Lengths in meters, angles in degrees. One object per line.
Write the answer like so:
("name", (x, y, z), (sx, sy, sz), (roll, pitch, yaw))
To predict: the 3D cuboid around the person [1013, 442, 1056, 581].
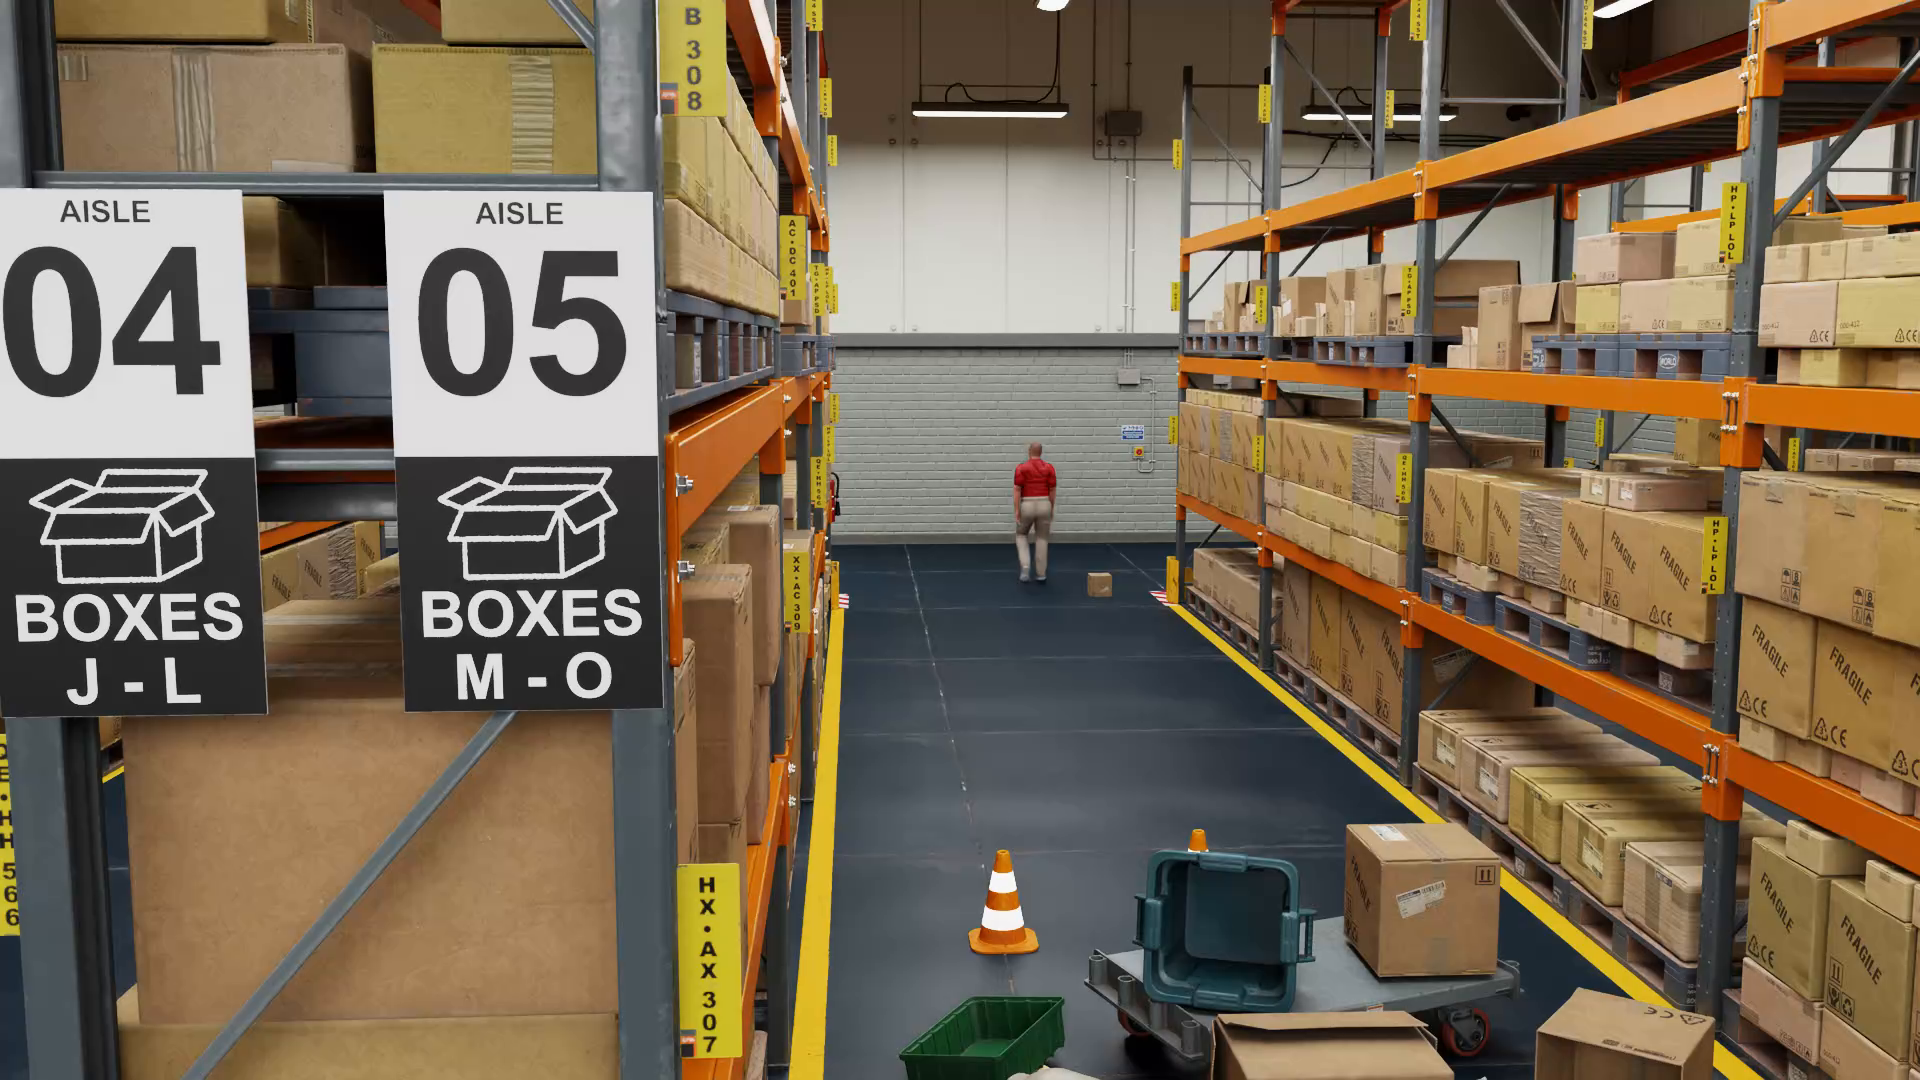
("person", (0.922, -0.334, 20.687), (0.544, 1.783, 0.486), (0, 7, -2))
